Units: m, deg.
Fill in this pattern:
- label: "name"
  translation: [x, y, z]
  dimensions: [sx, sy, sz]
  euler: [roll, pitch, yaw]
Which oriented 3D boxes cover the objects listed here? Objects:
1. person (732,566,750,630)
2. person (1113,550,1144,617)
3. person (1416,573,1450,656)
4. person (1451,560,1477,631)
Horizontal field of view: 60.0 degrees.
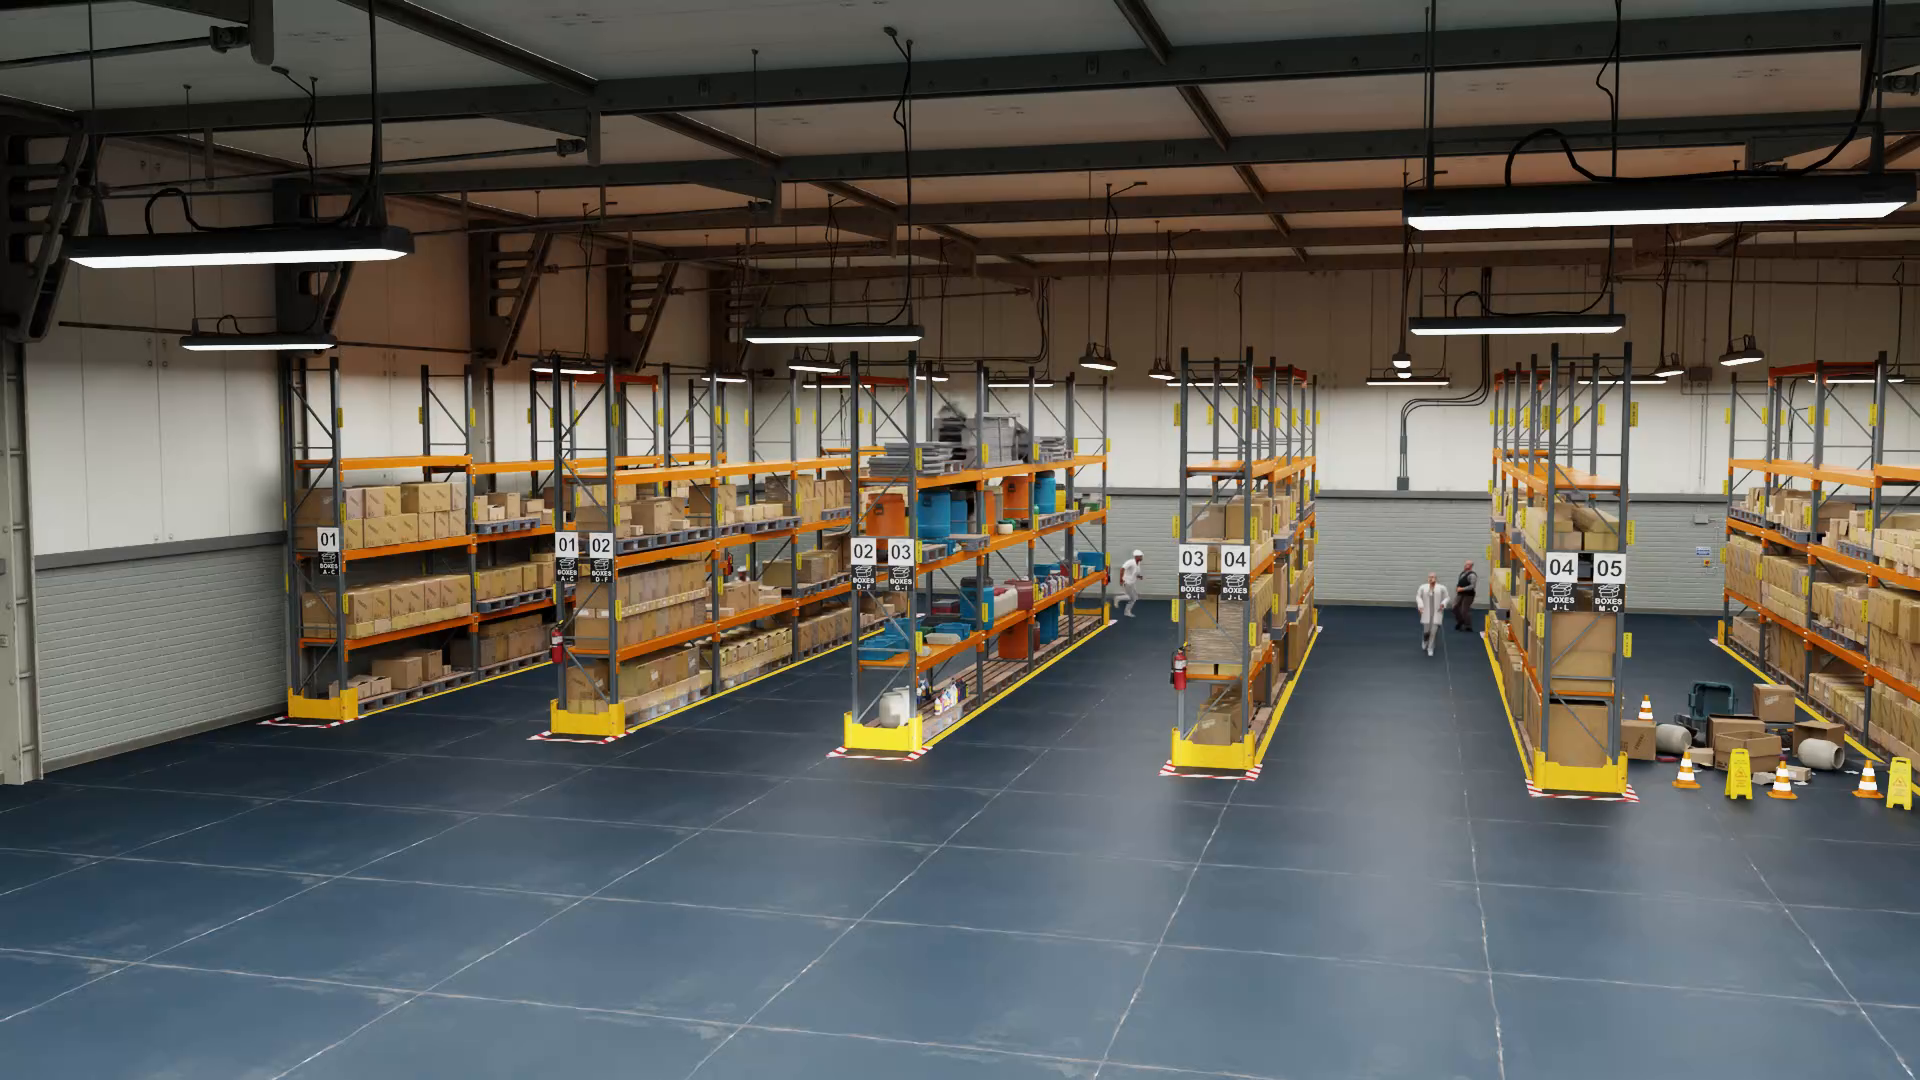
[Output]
- label: "person"
  translation: [-4.714, 1.448, 36.460]
  dimensions: [0.668, 1.788, 0.911]
  euler: [1, 4, 10]
- label: "person"
  translation: [4.271, 1.093, 42.047]
  dimensions: [0.802, 1.690, 0.695]
  euler: [2, 5, 23]
- label: "person"
  translation: [9.994, 1.560, 35.149]
  dimensions: [0.705, 1.750, 0.687]
  euler: [2, 4, 20]
- label: "person"
  translation: [11.812, 1.349, 38.889]
  dimensions: [0.605, 1.606, 0.659]
  euler: [-2, 5, -25]
